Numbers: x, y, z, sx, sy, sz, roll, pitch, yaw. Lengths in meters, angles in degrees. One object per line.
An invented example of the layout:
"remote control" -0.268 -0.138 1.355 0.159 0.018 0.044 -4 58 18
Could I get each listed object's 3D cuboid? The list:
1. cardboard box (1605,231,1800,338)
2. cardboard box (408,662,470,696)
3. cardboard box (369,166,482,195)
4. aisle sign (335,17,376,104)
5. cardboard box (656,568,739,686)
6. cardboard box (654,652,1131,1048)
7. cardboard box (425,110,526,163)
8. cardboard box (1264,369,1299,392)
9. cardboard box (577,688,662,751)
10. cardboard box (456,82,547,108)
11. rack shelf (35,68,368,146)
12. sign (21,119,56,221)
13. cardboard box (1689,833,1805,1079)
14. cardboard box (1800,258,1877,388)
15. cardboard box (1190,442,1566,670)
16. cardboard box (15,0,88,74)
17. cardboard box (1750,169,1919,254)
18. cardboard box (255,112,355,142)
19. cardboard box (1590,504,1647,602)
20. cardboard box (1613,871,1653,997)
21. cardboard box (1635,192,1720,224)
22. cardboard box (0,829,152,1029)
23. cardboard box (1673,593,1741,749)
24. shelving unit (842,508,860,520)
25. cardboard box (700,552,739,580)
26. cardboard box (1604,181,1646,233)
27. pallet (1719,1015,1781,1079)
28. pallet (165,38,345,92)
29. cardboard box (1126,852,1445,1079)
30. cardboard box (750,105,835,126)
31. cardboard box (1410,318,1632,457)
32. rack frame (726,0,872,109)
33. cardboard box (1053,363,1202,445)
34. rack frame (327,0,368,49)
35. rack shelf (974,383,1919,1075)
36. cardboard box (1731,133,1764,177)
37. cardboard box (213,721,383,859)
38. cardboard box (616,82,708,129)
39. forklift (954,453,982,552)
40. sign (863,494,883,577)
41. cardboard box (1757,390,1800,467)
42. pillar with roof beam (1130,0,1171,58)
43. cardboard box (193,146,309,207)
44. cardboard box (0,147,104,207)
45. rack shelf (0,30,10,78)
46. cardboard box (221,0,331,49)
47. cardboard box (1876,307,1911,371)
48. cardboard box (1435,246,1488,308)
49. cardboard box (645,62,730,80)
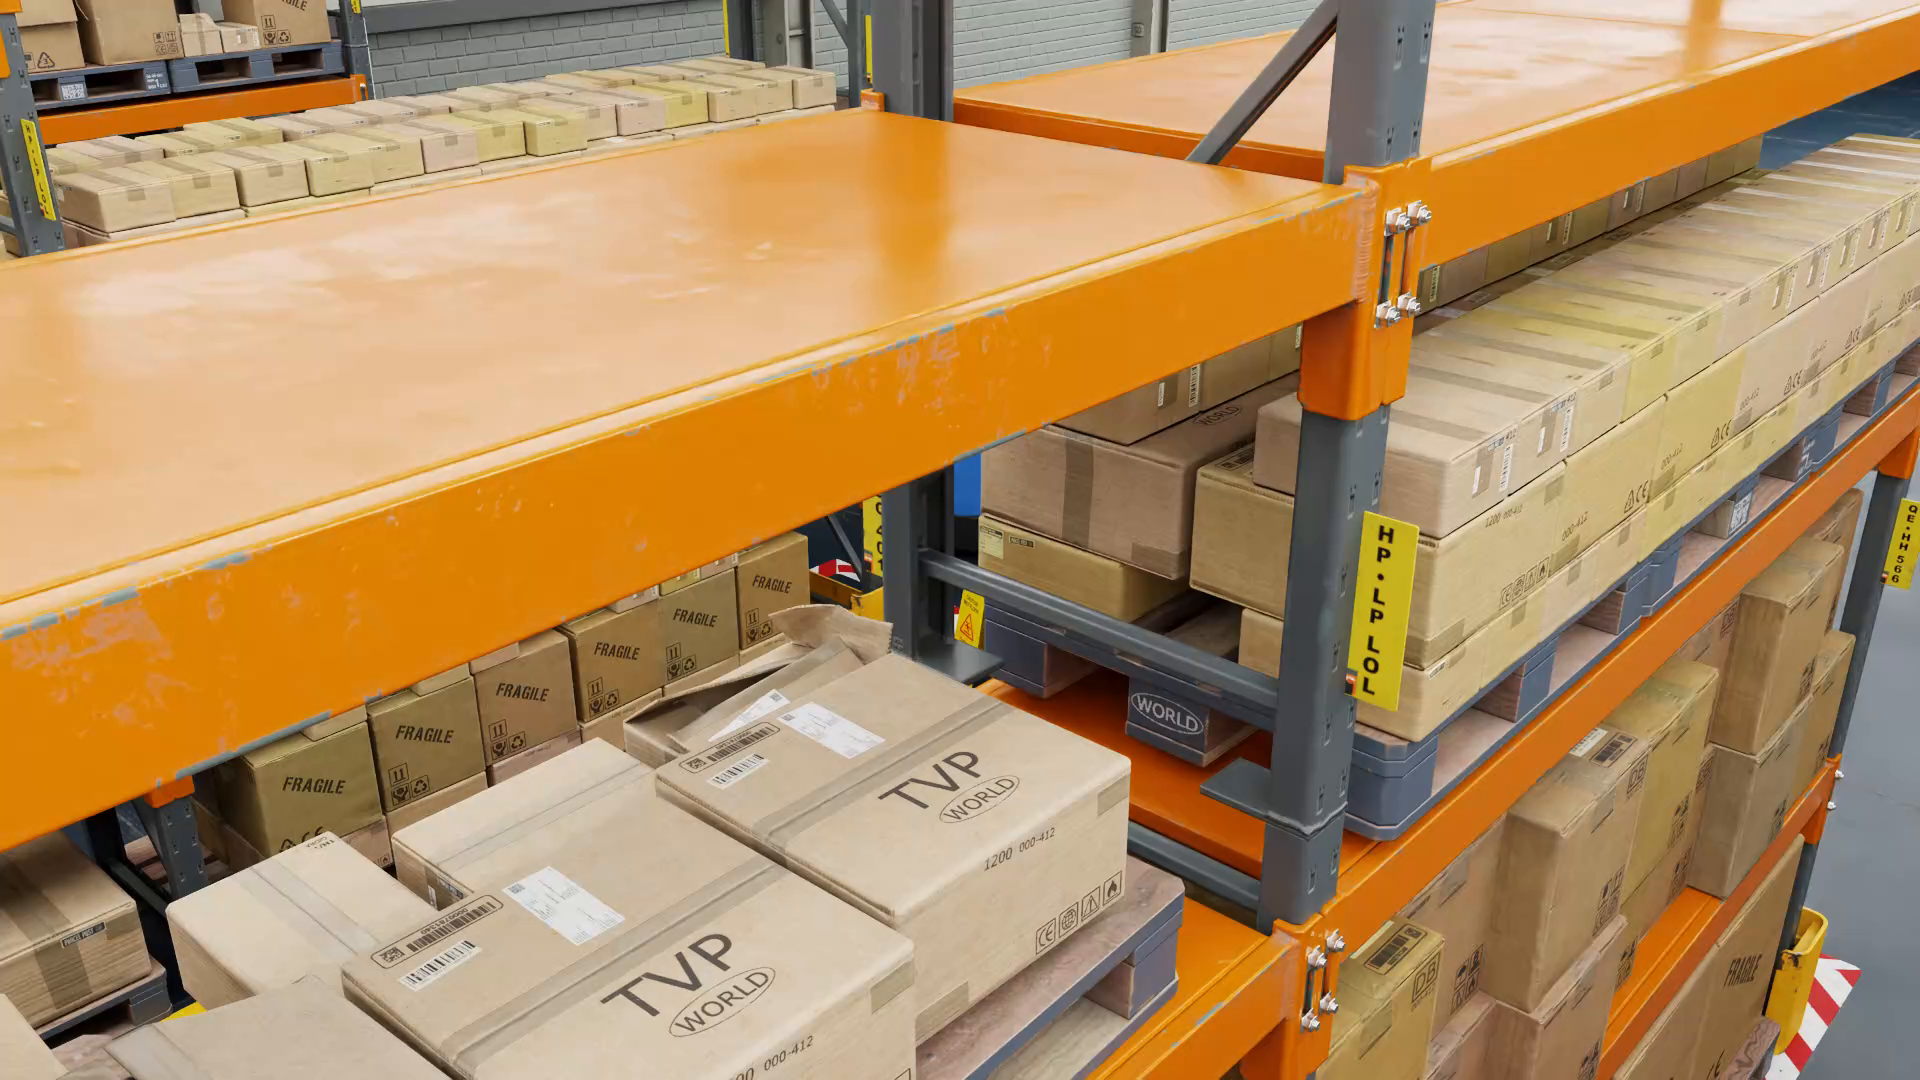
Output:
"cardboard box" 1.767 -0.619 3.994 0.380 0.149 0.250 20 31 37
"cardboard box" -2.434 0.538 7.523 0.380 0.149 0.250 22 32 39
"cardboard box" -2.320 -1.407 6.874 0.500 0.250 0.500 20 31 38
"aisle sign" -4.265 -3.302 11.770 0.394 0.787 0.004 20 31 38
"cardboard box" -1.515 0.375 8.679 0.500 0.500 0.500 22 32 39
"cardboard box" -0.097 0.440 2.485 0.500 0.250 0.500 21 31 38
"cardboard box" -2.069 -1.724 7.094 0.380 0.149 0.250 21 32 39
"cardboard box" 0.730 -0.329 3.835 0.500 0.250 0.500 20 31 37
"cardboard box" -1.865 0.878 8.473 0.500 0.250 0.500 19 30 36
"cardboard box" -2.139 -2.031 7.780 0.380 0.149 0.250 21 32 39
"rack shelf" -5.863 -2.607 10.610 1.077 0.370 4.000 20 31 38
"sign" -3.083 -1.236 5.562 0.100 0.325 0.005 20 31 38
"cardboard box" 2.521 1.502 6.317 0.875 0.875 0.875 20 31 38
"cardboard box" 2.136 -0.643 4.536 0.500 0.250 0.500 20 31 37
"cardboard box" 0.790 -0.027 3.163 0.500 0.250 0.500 20 31 38
"cardboard box" -5.819 -3.175 10.236 0.797 0.503 0.637 21 32 39
"cardboard box" 2.442 -0.927 4.682 0.380 0.149 0.250 21 31 38
"cardboard box" -2.766 -1.698 7.037 0.380 0.149 0.250 19 31 37
"cardboard box" 1.258 -0.022 3.639 0.380 0.149 0.250 20 31 37
"cardboard box" 1.570 1.039 5.083 0.875 0.550 0.500 20 31 38
"cardboard box" 2.074 -0.942 5.202 0.500 0.250 0.500 20 31 37
"cardboard box" -3.847 1.565 6.791 0.950 0.372 0.625 21 31 38
"cardboard box" 1.875 0.367 5.262 0.875 0.550 0.550 20 31 38
"shelving unit" -0.660 -0.569 11.420 0.258 0.900 0.210 14 28 28
"cardboard box" -1.364 0.049 8.612 0.380 0.149 0.250 21 32 39
"cardboard box" 1.786 -1.031 4.914 0.380 0.149 0.250 19 31 37
"pallet" 2.449 2.037 6.449 1.003 0.211 1.213 20 31 38
"pallet" -5.019 -3.296 11.375 1.003 0.211 1.213 20 31 38
"cardboard box" 0.527 1.054 3.730 0.875 0.550 0.550 20 31 38
"cardboard box" -0.970 -2.028 8.260 0.500 0.250 0.500 20 31 37
"cardboard box" 1.090 -0.310 3.306 0.380 0.149 0.250 20 31 37
"rack frame" -0.829 -3.559 8.188 1.000 3.000 0.127 20 31 38
"cardboard box" 0.262 -0.335 3.362 0.380 0.149 0.250 20 31 37
"rack frame" -4.528 -4.913 11.208 1.000 3.000 0.127 20 31 38
"rack shelf" 1.590 0.068 4.644 1.077 0.370 4.000 20 31 38
"cardboard box" 2.465 -1.341 5.605 0.380 0.149 0.250 21 31 38
"cardboard box" -2.904 1.012 7.257 0.500 0.500 0.500 22 32 40
"cardboard box" -1.400 -2.041 7.803 0.380 0.149 0.250 20 31 38
"forklift" 1.084 -1.430 10.857 3.031 2.935 1.130 -1 24 -1
"sign" -0.159 -0.074 3.353 0.100 0.325 0.005 20 31 38
"cardboard box" 1.937 -0.333 4.332 0.380 0.149 0.250 21 31 38
"pillar with roof beam" 5.551 -7.427 16.816 9.100 9.000 0.400 20 31 38
"cardboard box" -2.710 -1.393 6.355 0.380 0.149 0.250 19 30 36
"cardboard box" -3.450 -1.377 6.320 0.380 0.149 0.250 21 32 39
"rack shelf" -4.833 -1.220 4.340 1.077 0.370 4.000 20 31 38
"cardboard box" -4.642 -3.626 11.246 0.500 0.500 0.500 21 32 39
"cardboard box" 2.616 -0.643 5.023 0.380 0.149 0.250 21 31 38
"cardboard box" 1.105 -0.720 4.219 0.380 0.149 0.250 20 31 37
"cardboard box" -1.374 -2.305 8.392 0.380 0.149 0.250 20 31 37
